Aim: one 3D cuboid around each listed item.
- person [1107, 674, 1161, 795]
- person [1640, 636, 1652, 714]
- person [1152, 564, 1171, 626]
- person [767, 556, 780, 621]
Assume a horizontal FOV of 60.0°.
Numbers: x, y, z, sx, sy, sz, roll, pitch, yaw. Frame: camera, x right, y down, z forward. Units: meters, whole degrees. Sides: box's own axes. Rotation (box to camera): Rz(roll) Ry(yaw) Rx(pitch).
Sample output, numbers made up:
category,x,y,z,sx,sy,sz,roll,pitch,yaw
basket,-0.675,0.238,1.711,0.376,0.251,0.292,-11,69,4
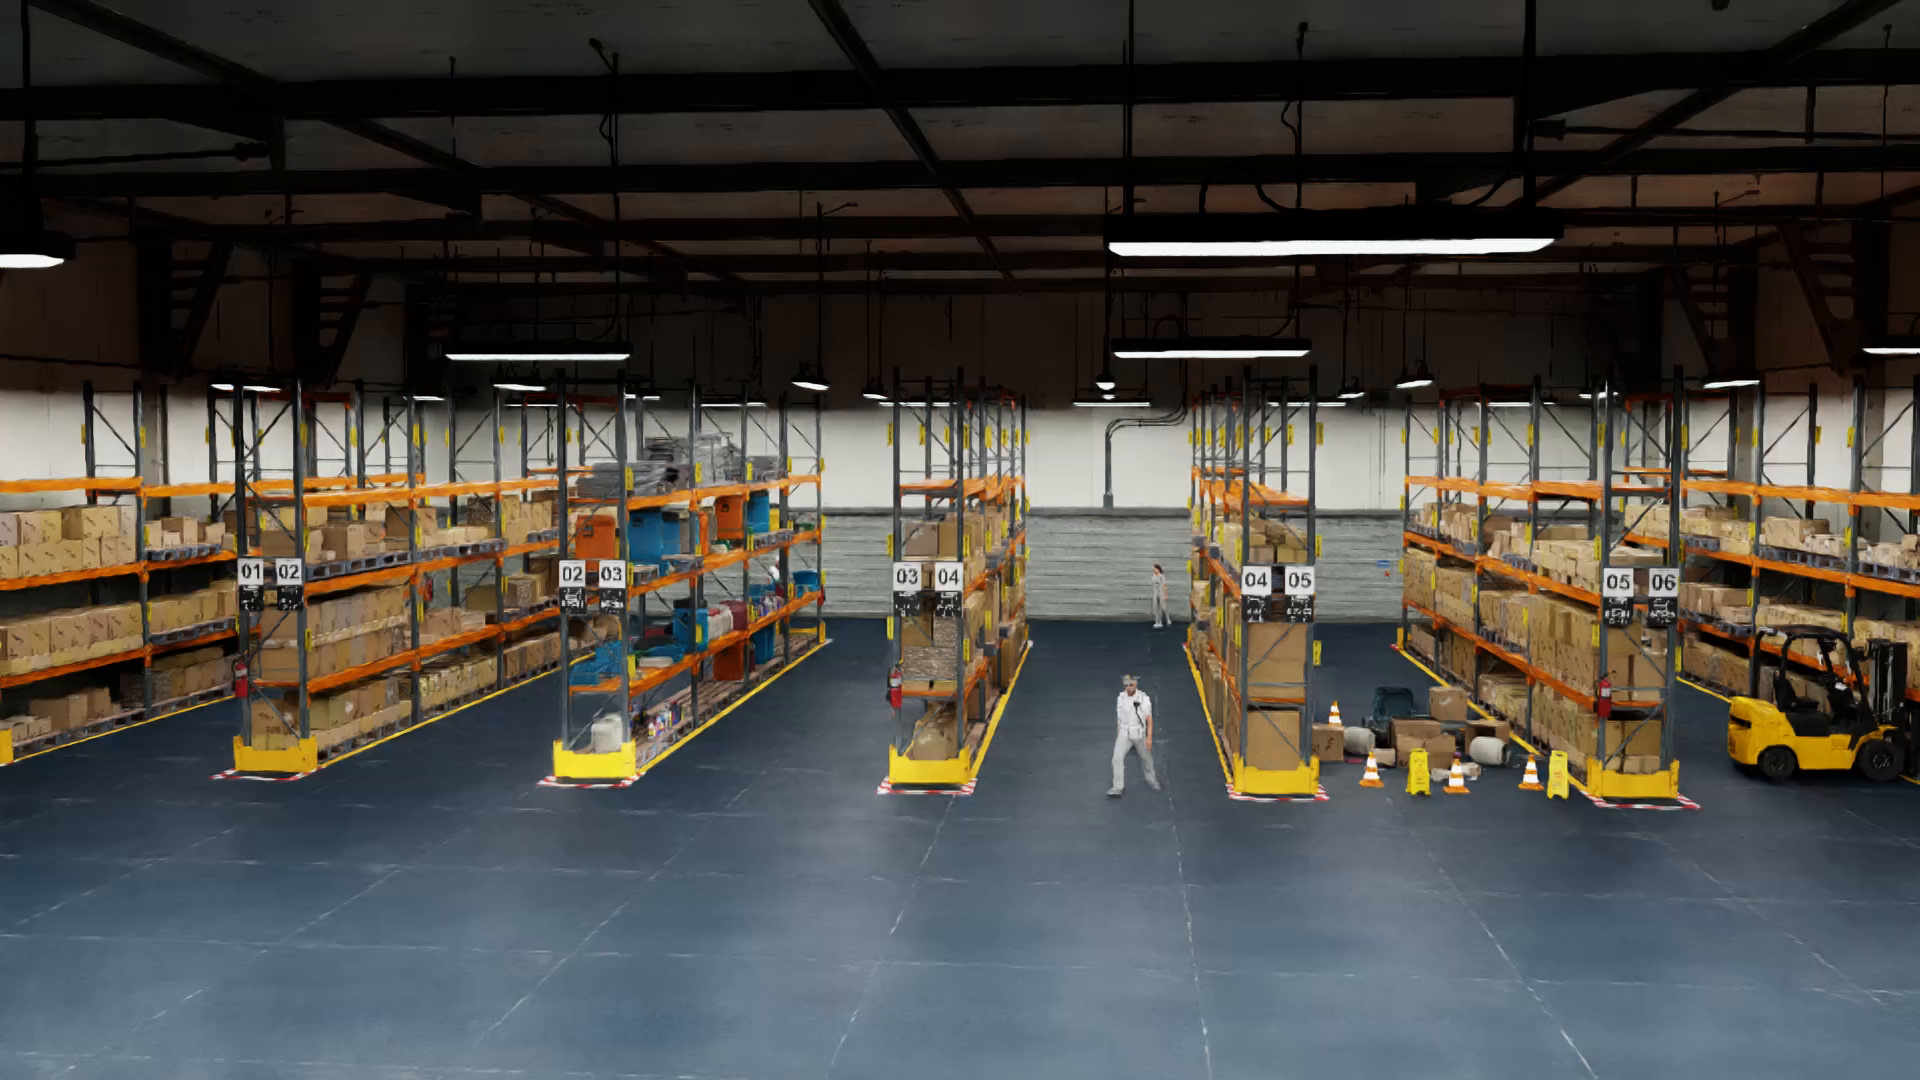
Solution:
category,x,y,z,sx,sy,sz,roll,pitch,yaw
person,2.441,2.703,23.314,0.582,1.700,0.958,2,4,27
person,11.422,2.434,27.680,0.408,1.679,0.538,-2,4,-26
person,5.323,1.447,43.960,0.506,1.659,0.538,3,5,41
person,-5.065,1.319,45.023,0.748,1.774,0.525,-2,4,-35
